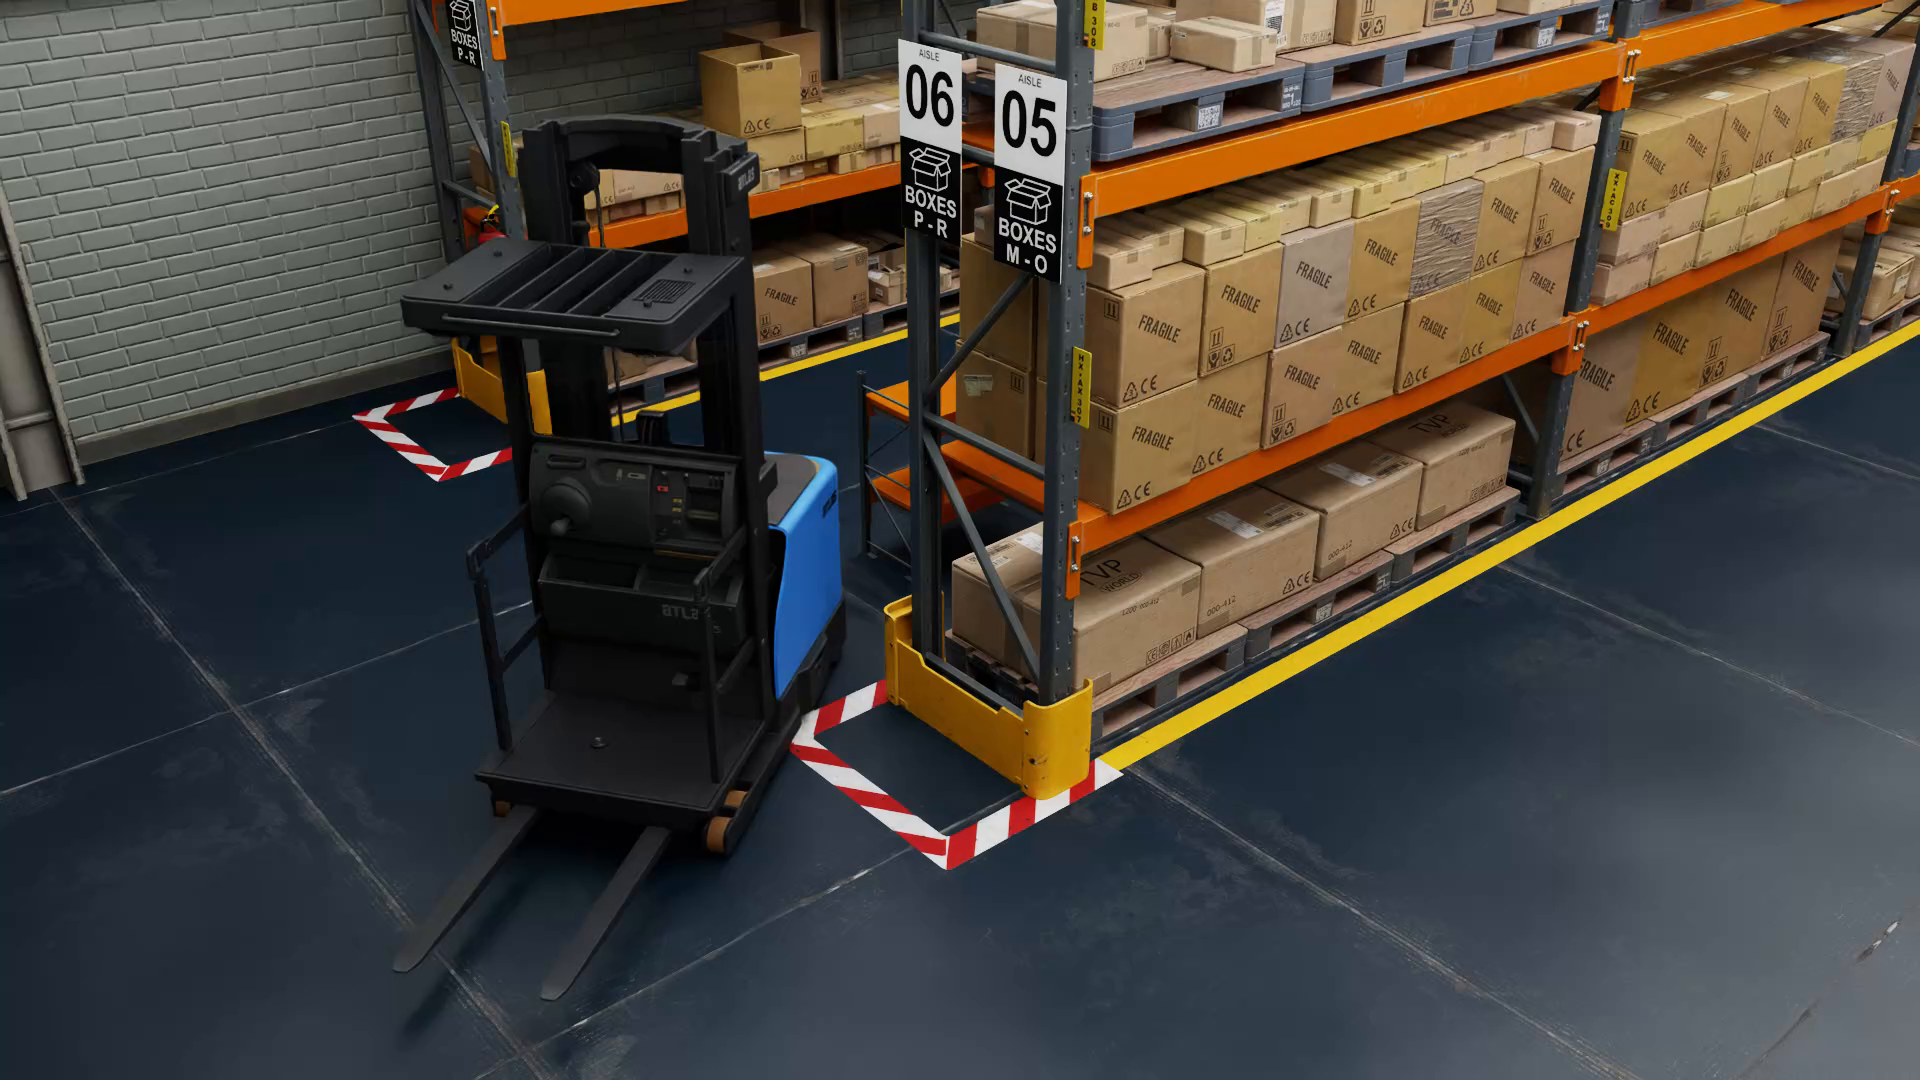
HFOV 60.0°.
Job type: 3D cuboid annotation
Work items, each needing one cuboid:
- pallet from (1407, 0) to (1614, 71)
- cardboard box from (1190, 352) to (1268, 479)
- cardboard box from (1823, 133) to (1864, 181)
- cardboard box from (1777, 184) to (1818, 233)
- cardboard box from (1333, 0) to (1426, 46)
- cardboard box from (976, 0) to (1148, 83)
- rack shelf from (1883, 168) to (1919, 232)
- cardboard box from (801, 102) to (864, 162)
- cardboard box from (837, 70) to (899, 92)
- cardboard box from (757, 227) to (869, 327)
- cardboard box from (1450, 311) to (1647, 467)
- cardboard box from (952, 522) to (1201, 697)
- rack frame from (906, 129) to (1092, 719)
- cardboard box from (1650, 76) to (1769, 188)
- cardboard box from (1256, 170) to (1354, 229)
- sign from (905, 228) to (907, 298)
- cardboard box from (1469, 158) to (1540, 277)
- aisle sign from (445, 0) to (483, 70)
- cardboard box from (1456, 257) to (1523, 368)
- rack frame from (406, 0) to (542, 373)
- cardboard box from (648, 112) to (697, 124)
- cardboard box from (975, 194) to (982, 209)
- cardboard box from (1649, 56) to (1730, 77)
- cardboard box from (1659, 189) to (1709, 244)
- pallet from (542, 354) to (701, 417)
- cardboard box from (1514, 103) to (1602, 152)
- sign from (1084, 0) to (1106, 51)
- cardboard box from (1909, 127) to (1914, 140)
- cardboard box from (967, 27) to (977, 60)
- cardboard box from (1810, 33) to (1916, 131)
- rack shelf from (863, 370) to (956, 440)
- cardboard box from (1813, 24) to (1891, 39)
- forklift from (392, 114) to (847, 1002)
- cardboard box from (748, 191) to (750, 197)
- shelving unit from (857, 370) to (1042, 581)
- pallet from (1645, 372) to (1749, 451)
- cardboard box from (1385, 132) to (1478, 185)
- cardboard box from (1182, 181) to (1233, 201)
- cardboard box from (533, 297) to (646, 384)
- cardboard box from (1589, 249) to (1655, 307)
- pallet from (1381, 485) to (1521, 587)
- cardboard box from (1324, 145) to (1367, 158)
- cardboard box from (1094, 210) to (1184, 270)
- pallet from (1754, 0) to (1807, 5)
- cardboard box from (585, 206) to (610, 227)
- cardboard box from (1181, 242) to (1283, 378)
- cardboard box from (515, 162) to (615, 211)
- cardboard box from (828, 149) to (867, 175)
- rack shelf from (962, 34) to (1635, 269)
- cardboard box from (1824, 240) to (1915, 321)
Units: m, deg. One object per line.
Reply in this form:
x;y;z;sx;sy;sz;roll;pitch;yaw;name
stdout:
2.547;-2.660;8.457;1.213;0.211;1.003;-22;35;-35;pallet
1.051;-0.652;7.682;0.500;0.500;0.500;-22;35;-36;cardboard box
5.628;-2.604;11.068;0.500;0.250;0.500;-23;36;-36;cardboard box
5.231;-2.223;10.886;0.500;0.250;0.500;-22;35;-35;cardboard box
1.764;-2.559;7.515;0.500;0.500;0.500;-21;35;-34;cardboard box
0.417;-2.055;6.839;0.500;0.250;0.500;25;37;38;cardboard box
7.740;-3.141;13.209;4.000;0.370;1.077;-22;35;-35;rack shelf
-1.037;-2.917;11.870;0.500;0.250;0.500;-22;35;-35;cardboard box
-0.601;-3.412;12.796;0.500;0.250;0.500;-22;35;-35;cardboard box
-1.100;-1.979;12.477;0.500;0.500;0.700;-23;36;-37;cardboard box
3.596;-1.090;10.415;0.875;0.875;0.875;-21;34;-33;cardboard box
0.570;0.308;8.265;0.875;0.438;0.875;-23;36;-37;cardboard box
0.133;-0.399;7.315;0.127;3.000;1.000;-22;35;-35;rack frame
4.449;-2.458;10.000;0.500;0.500;0.500;-23;36;-36;cardboard box
1.579;-1.572;7.653;0.250;0.149;0.380;-22;35;-34;cardboard box
-0.209;-1.213;7.358;0.005;0.325;0.100;-22;35;-35;sign
2.605;-1.712;8.605;0.500;0.500;0.500;-22;35;-36;cardboard box
-2.953;-3.198;9.794;0.004;0.787;0.394;-22;35;-35;aisle sign
2.601;-1.274;8.846;0.500;0.500;0.500;-23;36;-36;cardboard box
-3.092;-2.178;10.643;0.127;3.000;1.000;-22;35;-35;rack frame
-2.141;-2.786;11.624;0.500;0.250;0.500;-21;34;-33;cardboard box
0.465;-2.552;13.549;0.500;0.500;0.500;-20;34;-33;cardboard box
4.524;-2.808;10.654;0.500;0.500;0.500;-21;35;-34;cardboard box
4.072;-1.980;9.902;0.500;0.250;0.500;-21;35;-34;cardboard box
-2.428;-1.216;11.801;1.213;0.211;1.003;-22;35;-35;pallet
3.148;-2.186;8.803;0.250;0.149;0.380;-23;36;-36;cardboard box
0.488;-1.942;6.007;0.005;0.325;0.100;-22;35;-35;sign
6.587;-2.954;11.916;0.250;0.149;0.380;-24;37;-38;cardboard box
0.465;-3.699;12.937;0.500;0.500;0.700;-21;35;-34;cardboard box
5.995;-3.080;11.164;0.500;0.500;0.500;-23;36;-36;cardboard box
-0.005;-0.752;9.343;1.000;0.278;0.538;-22;35;-35;rack shelf
6.384;-3.446;12.148;0.500;0.500;0.500;-23;36;-36;cardboard box
-1.446;-0.132;6.887;1.130;2.935;3.031;7;29;12;forklift
-1.651;-2.446;11.411;0.250;0.149;0.380;-23;36;-36;cardboard box
-0.005;-0.494;9.481;1.048;1.125;0.538;-22;35;-35;shelving unit
4.643;-1.031;11.456;1.213;0.211;1.003;-22;35;-35;pallet
2.333;-1.898;8.264;0.250;0.149;0.380;-22;35;-35;cardboard box
1.058;-1.664;7.827;0.250;0.149;0.380;-22;35;-35;cardboard box
-2.565;-1.415;11.419;0.637;0.503;0.797;-24;36;-37;cardboard box
3.682;-1.597;9.715;0.500;0.250;0.500;-23;36;-36;cardboard box
2.547;-0.189;9.879;1.213;0.211;1.003;-22;35;-35;pallet
1.828;-1.982;8.421;0.250;0.149;0.380;-22;35;-35;cardboard box
0.736;-1.286;7.118;0.250;0.149;0.380;-21;35;-34;cardboard box
4.915;-3.527;10.186;1.213;0.211;1.003;-20;34;-33;pallet
-2.500;-2.164;10.883;0.250;0.149;0.380;-21;35;-34;cardboard box
1.071;-1.090;7.440;0.500;0.500;0.500;-23;36;-36;cardboard box
-2.572;-2.285;10.687;0.500;0.250;0.500;-22;35;-35;cardboard box
-0.887;-2.768;12.014;0.250;0.149;0.380;-22;35;-36;cardboard box
1.654;-2.017;7.922;4.000;0.370;1.077;-22;35;-35;rack shelf
6.655;-2.042;12.731;0.625;0.372;0.950;-25;37;-38;cardboard box
